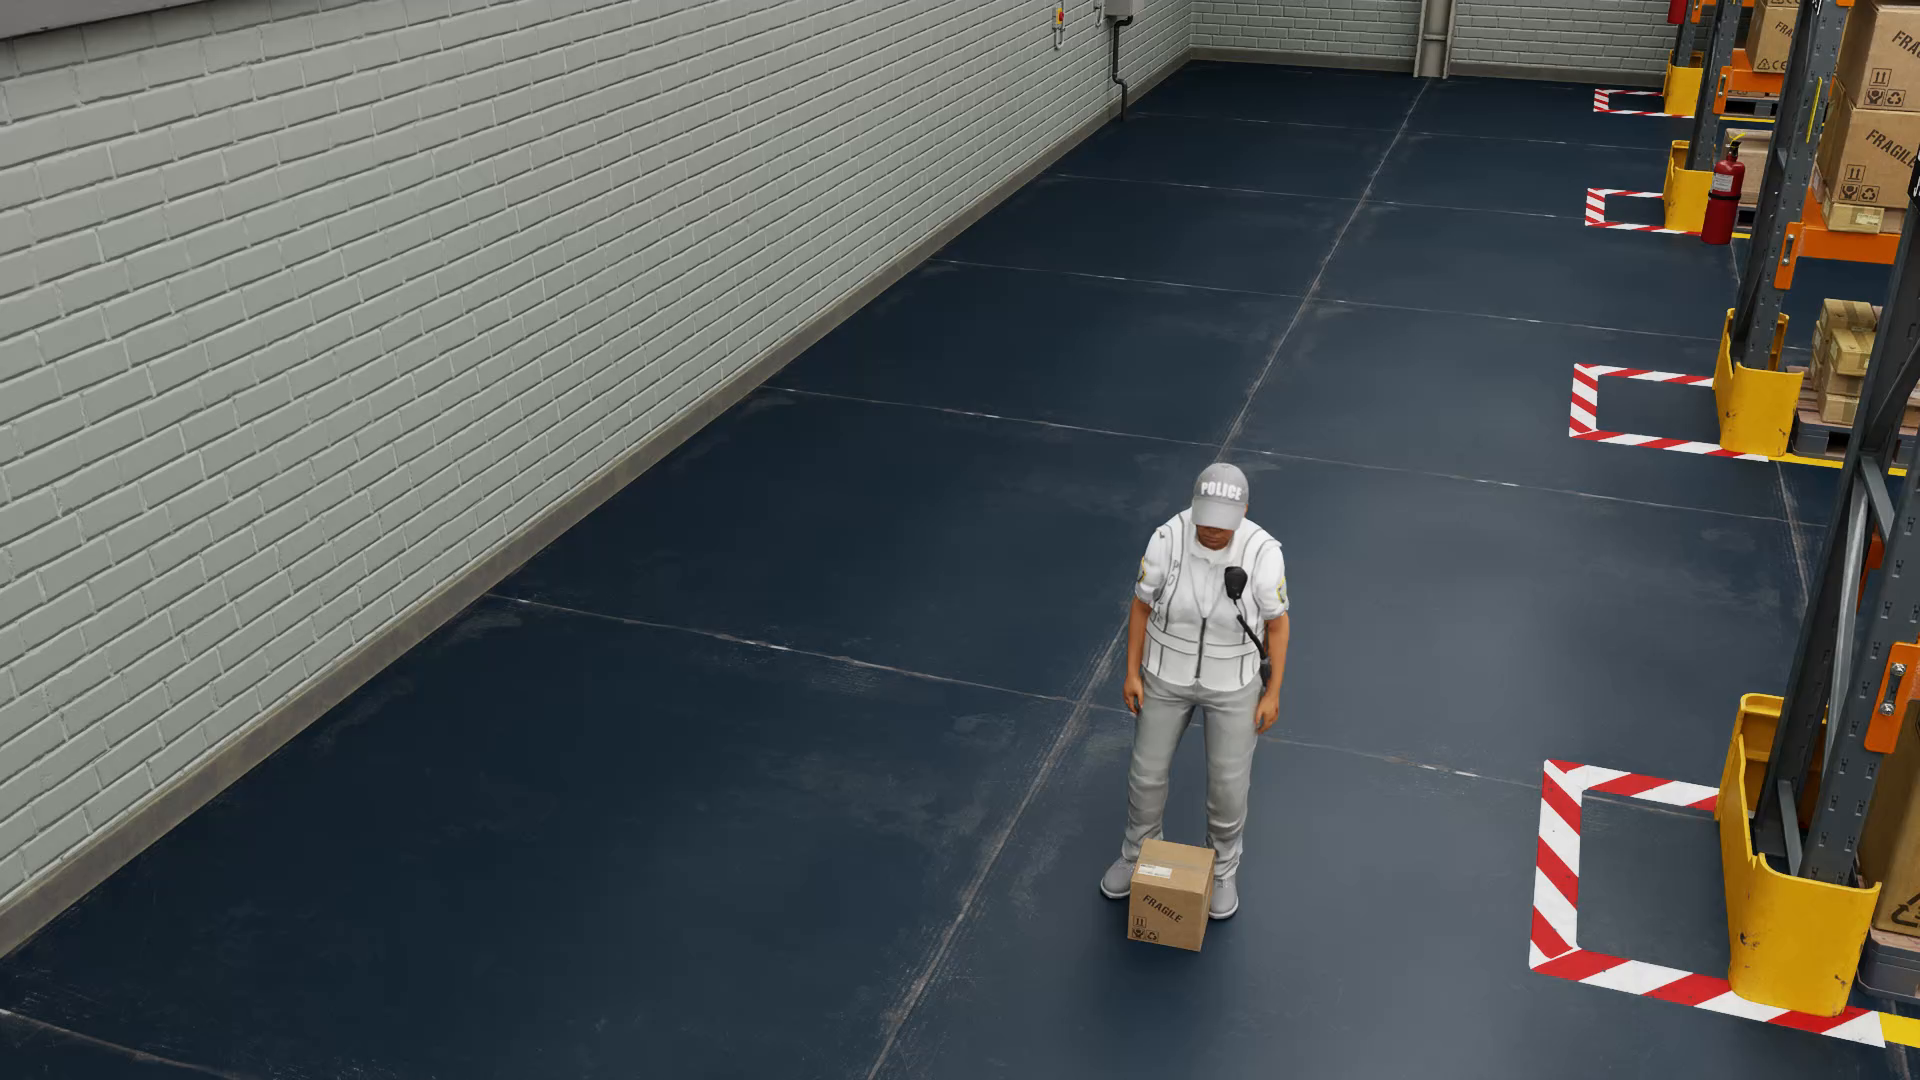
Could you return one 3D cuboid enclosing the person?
[{"bbox_3d":[0.797,0.493,5.588,0.564,1.667,0.452,7,27,15],"label":"person"}]
